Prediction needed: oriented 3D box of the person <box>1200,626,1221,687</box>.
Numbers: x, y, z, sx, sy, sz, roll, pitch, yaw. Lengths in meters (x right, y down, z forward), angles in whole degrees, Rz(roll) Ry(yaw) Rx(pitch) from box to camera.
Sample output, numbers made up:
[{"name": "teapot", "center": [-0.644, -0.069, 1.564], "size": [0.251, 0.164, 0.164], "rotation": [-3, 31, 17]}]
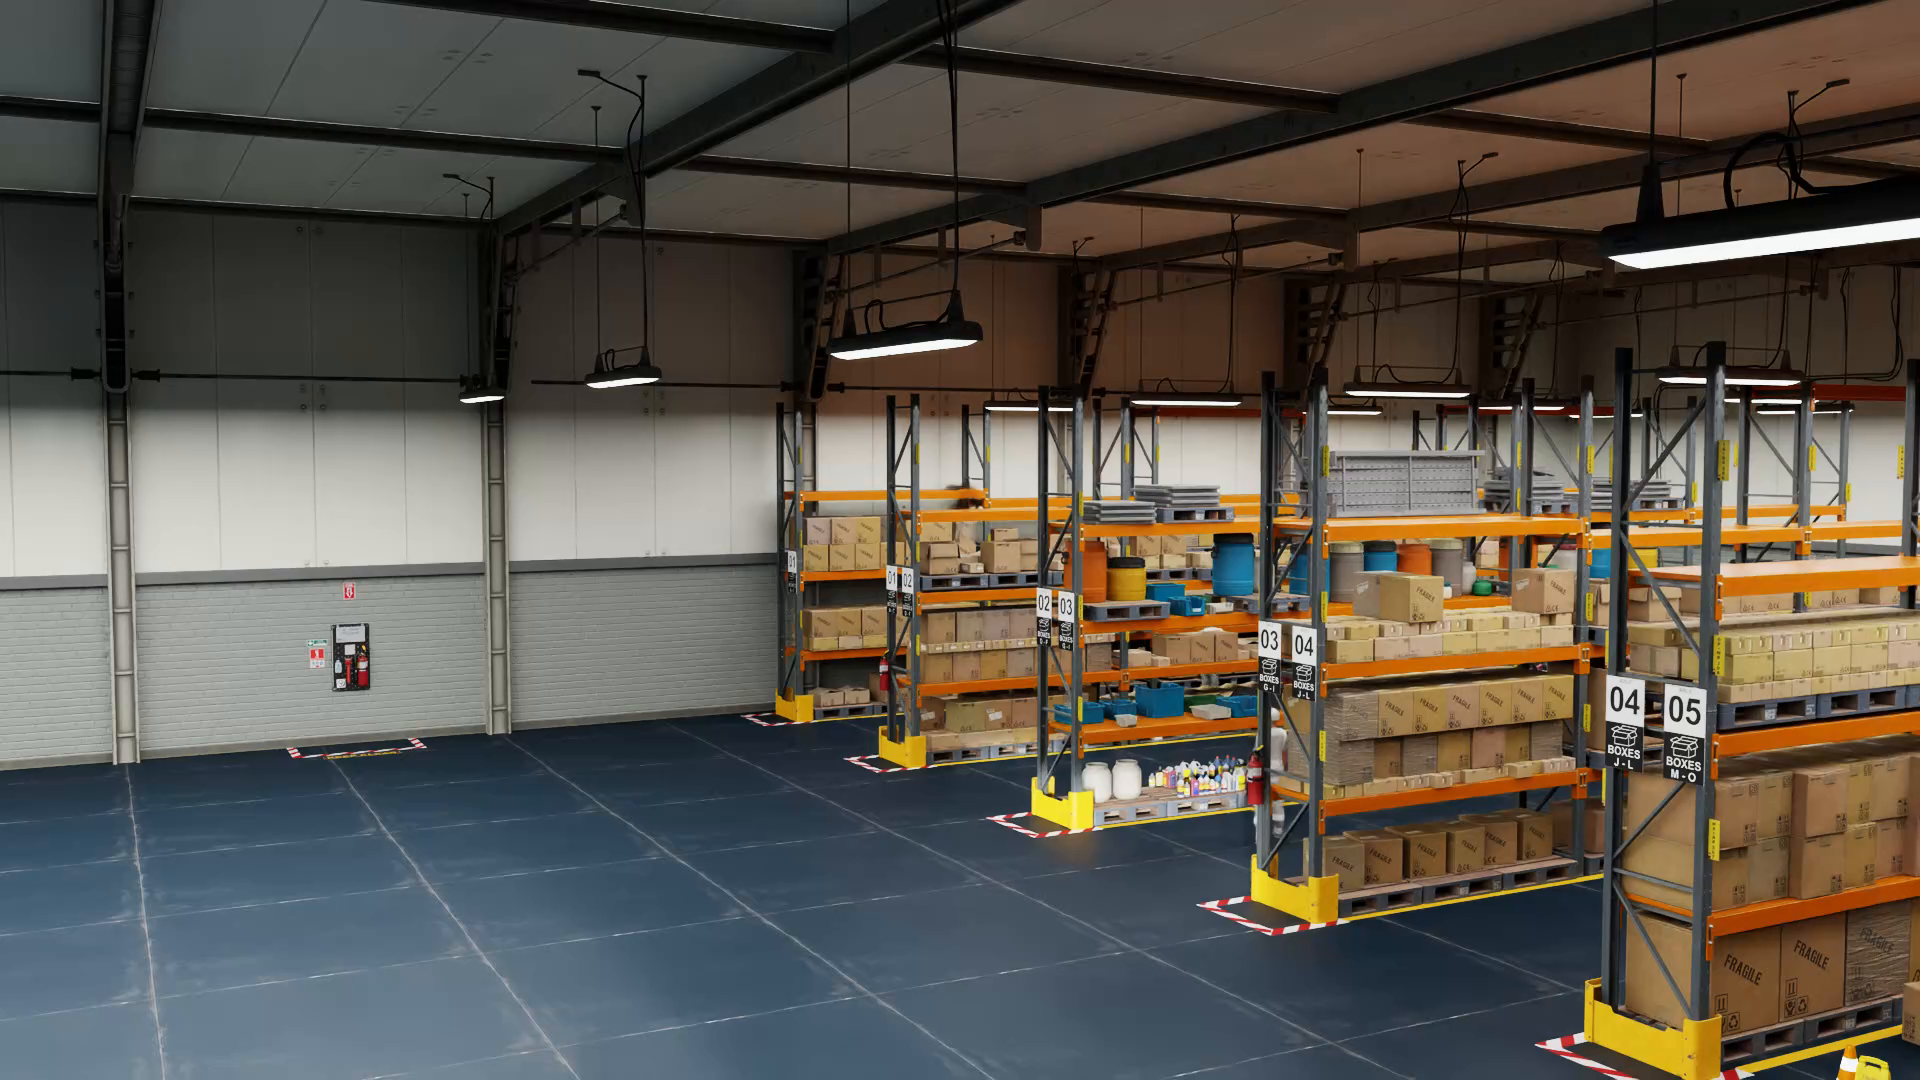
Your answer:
[{"name": "person", "center": [5.009, 2.371, 33.358], "size": [0.640, 1.786, 0.399], "rotation": [-1, 4, -23]}]

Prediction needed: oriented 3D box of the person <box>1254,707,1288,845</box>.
[{"name": "person", "center": [4.012, 3.048, 21.745], "size": [0.583, 1.787, 0.615], "rotation": [-1, 3, -12]}]
